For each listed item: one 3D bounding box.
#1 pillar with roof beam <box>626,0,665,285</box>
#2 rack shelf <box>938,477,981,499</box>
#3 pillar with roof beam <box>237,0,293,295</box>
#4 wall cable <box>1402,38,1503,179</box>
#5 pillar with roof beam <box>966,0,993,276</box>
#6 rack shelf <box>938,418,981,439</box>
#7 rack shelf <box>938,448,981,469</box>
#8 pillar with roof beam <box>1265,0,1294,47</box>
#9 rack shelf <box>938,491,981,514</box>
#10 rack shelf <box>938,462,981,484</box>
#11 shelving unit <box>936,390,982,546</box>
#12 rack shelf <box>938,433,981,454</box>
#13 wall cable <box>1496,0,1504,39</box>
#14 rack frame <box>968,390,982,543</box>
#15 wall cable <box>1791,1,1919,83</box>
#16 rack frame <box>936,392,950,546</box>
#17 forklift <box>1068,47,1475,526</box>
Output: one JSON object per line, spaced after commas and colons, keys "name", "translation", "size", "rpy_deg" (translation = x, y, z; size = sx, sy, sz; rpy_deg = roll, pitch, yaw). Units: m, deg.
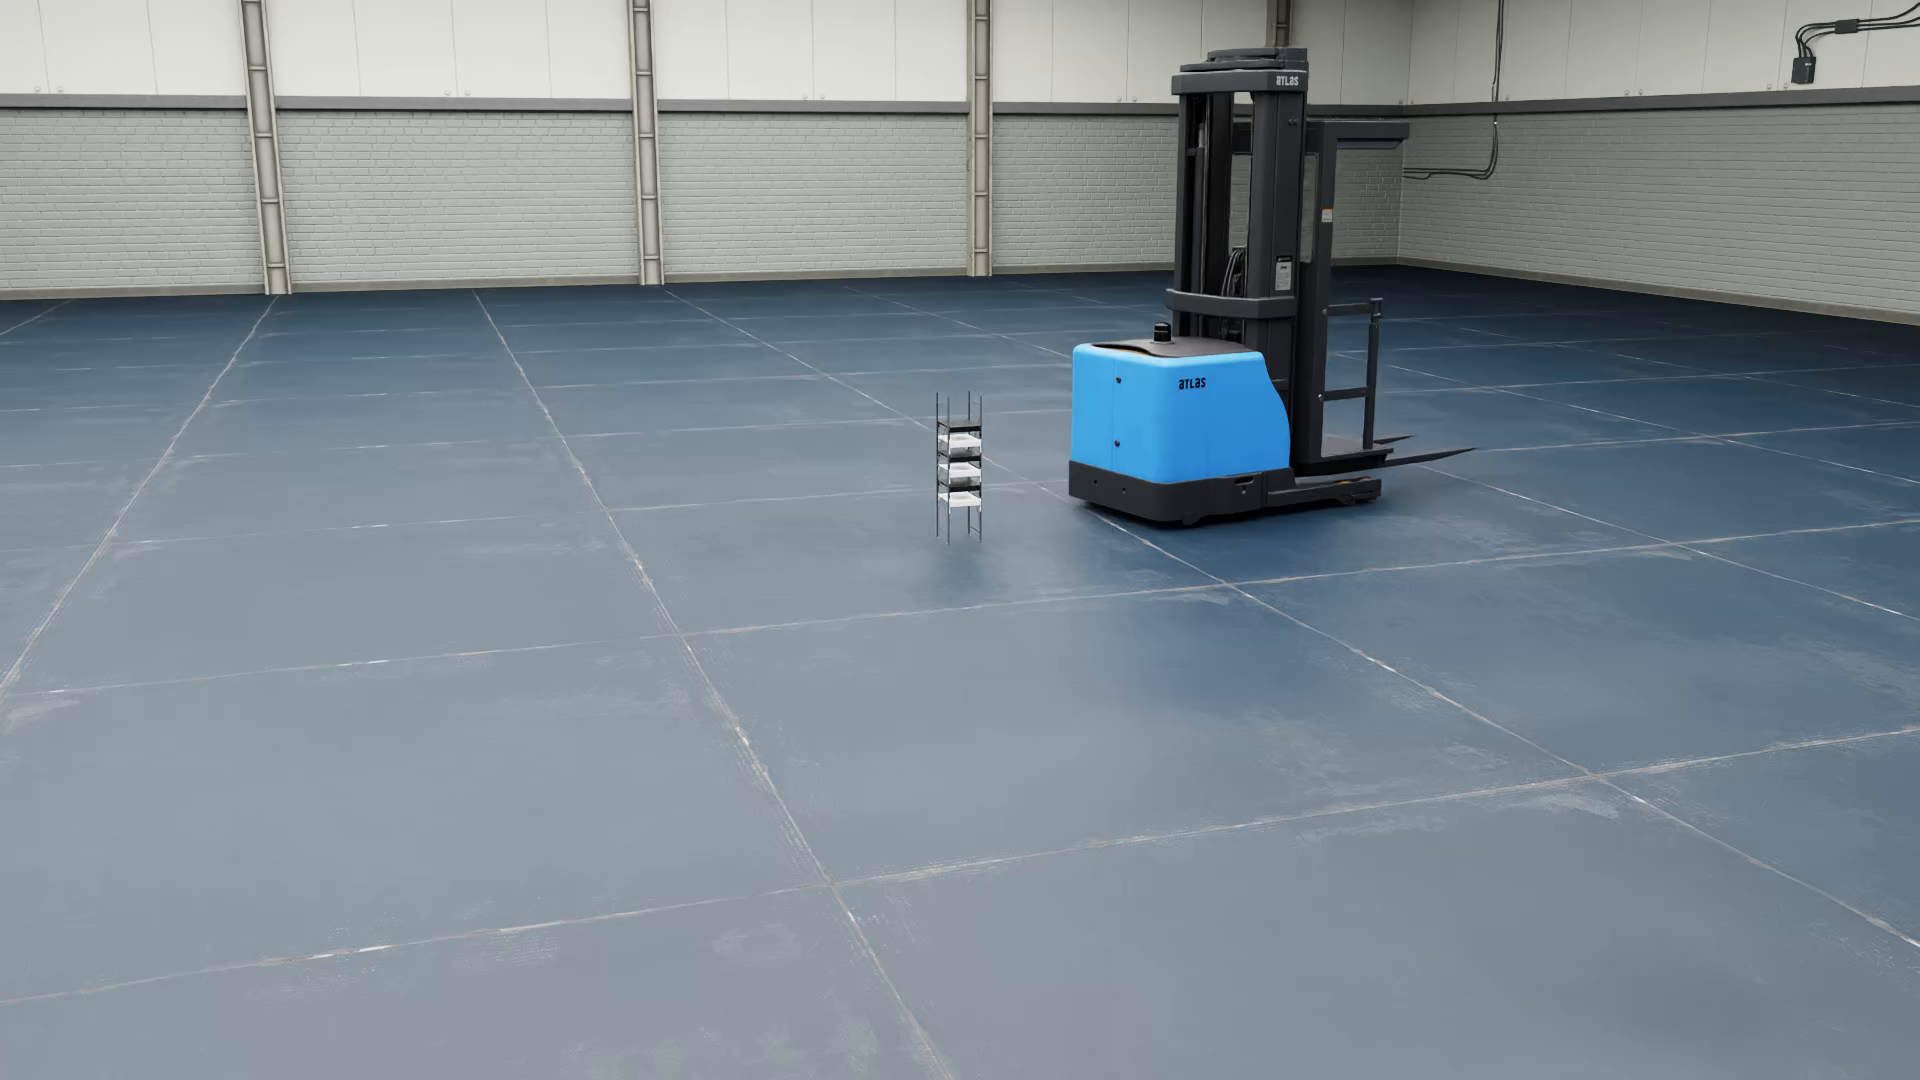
{"name": "pillar with roof beam", "translation": [-3.961, -7.866, 23.766], "size": [0.400, 9.000, 9.100], "rpy_deg": [-4, 14, -18]}
{"name": "rack shelf", "translation": [-0.008, -0.317, 10.065], "size": [0.200, 0.077, 0.258], "rpy_deg": [-4, 14, -18]}
{"name": "pillar with roof beam", "translation": [-9.647, -7.423, 21.904], "size": [0.400, 9.000, 9.100], "rpy_deg": [-4, 14, -18]}
{"name": "wall cable", "translation": [9.254, -8.113, 31.513], "size": [0.112, 2.526, 3.097], "rpy_deg": [-4, 14, -18]}
{"name": "pillar with roof beam", "translation": [1.726, -8.309, 25.627], "size": [0.400, 9.000, 9.100], "rpy_deg": [-4, 14, -18]}
{"name": "rack shelf", "translation": [-0.008, -0.667, 9.981], "size": [0.200, 0.077, 0.258], "rpy_deg": [-4, 14, -18]}
{"name": "rack shelf", "translation": [-0.008, -0.492, 10.023], "size": [0.200, 0.077, 0.258], "rpy_deg": [-4, 14, -18]}
{"name": "pillar with roof beam", "translation": [7.413, -8.752, 27.489], "size": [0.400, 9.000, 9.100], "rpy_deg": [-4, 14, -18]}
{"name": "rack shelf", "translation": [-0.008, -0.230, 10.086], "size": [0.200, 0.077, 0.258], "rpy_deg": [-4, 14, -18]}
{"name": "rack shelf", "translation": [-0.008, -0.405, 10.044], "size": [0.200, 0.077, 0.258], "rpy_deg": [-4, 14, -18]}
{"name": "shelving unit", "translation": [-0.008, -0.437, 10.036], "size": [0.210, 0.900, 0.258], "rpy_deg": [-4, 14, -18]}
{"name": "rack shelf", "translation": [-0.008, -0.580, 10.002], "size": [0.200, 0.077, 0.258], "rpy_deg": [-4, 14, -18]}
{"name": "wall cable", "translation": [10.116, -9.976, 28.434], "size": [0.112, 2.526, 3.097], "rpy_deg": [-4, 14, -18]}
{"name": "rack frame", "translation": [0.089, -0.445, 10.068], "size": [0.006, 0.900, 0.240], "rpy_deg": [-4, 14, -18]}
{"name": "wall cable", "translation": [12.266, -9.194, 22.001], "size": [0.169, 6.003, 2.305], "rpy_deg": [-4, 14, -18]}
{"name": "rack frame", "translation": [-0.104, -0.430, 10.005], "size": [0.006, 0.900, 0.240], "rpy_deg": [-4, 14, -18]}
{"name": "forklift", "translation": [2.247, -1.750, 11.166], "size": [3.031, 2.935, 1.130], "rpy_deg": [-8, 16, -31]}
